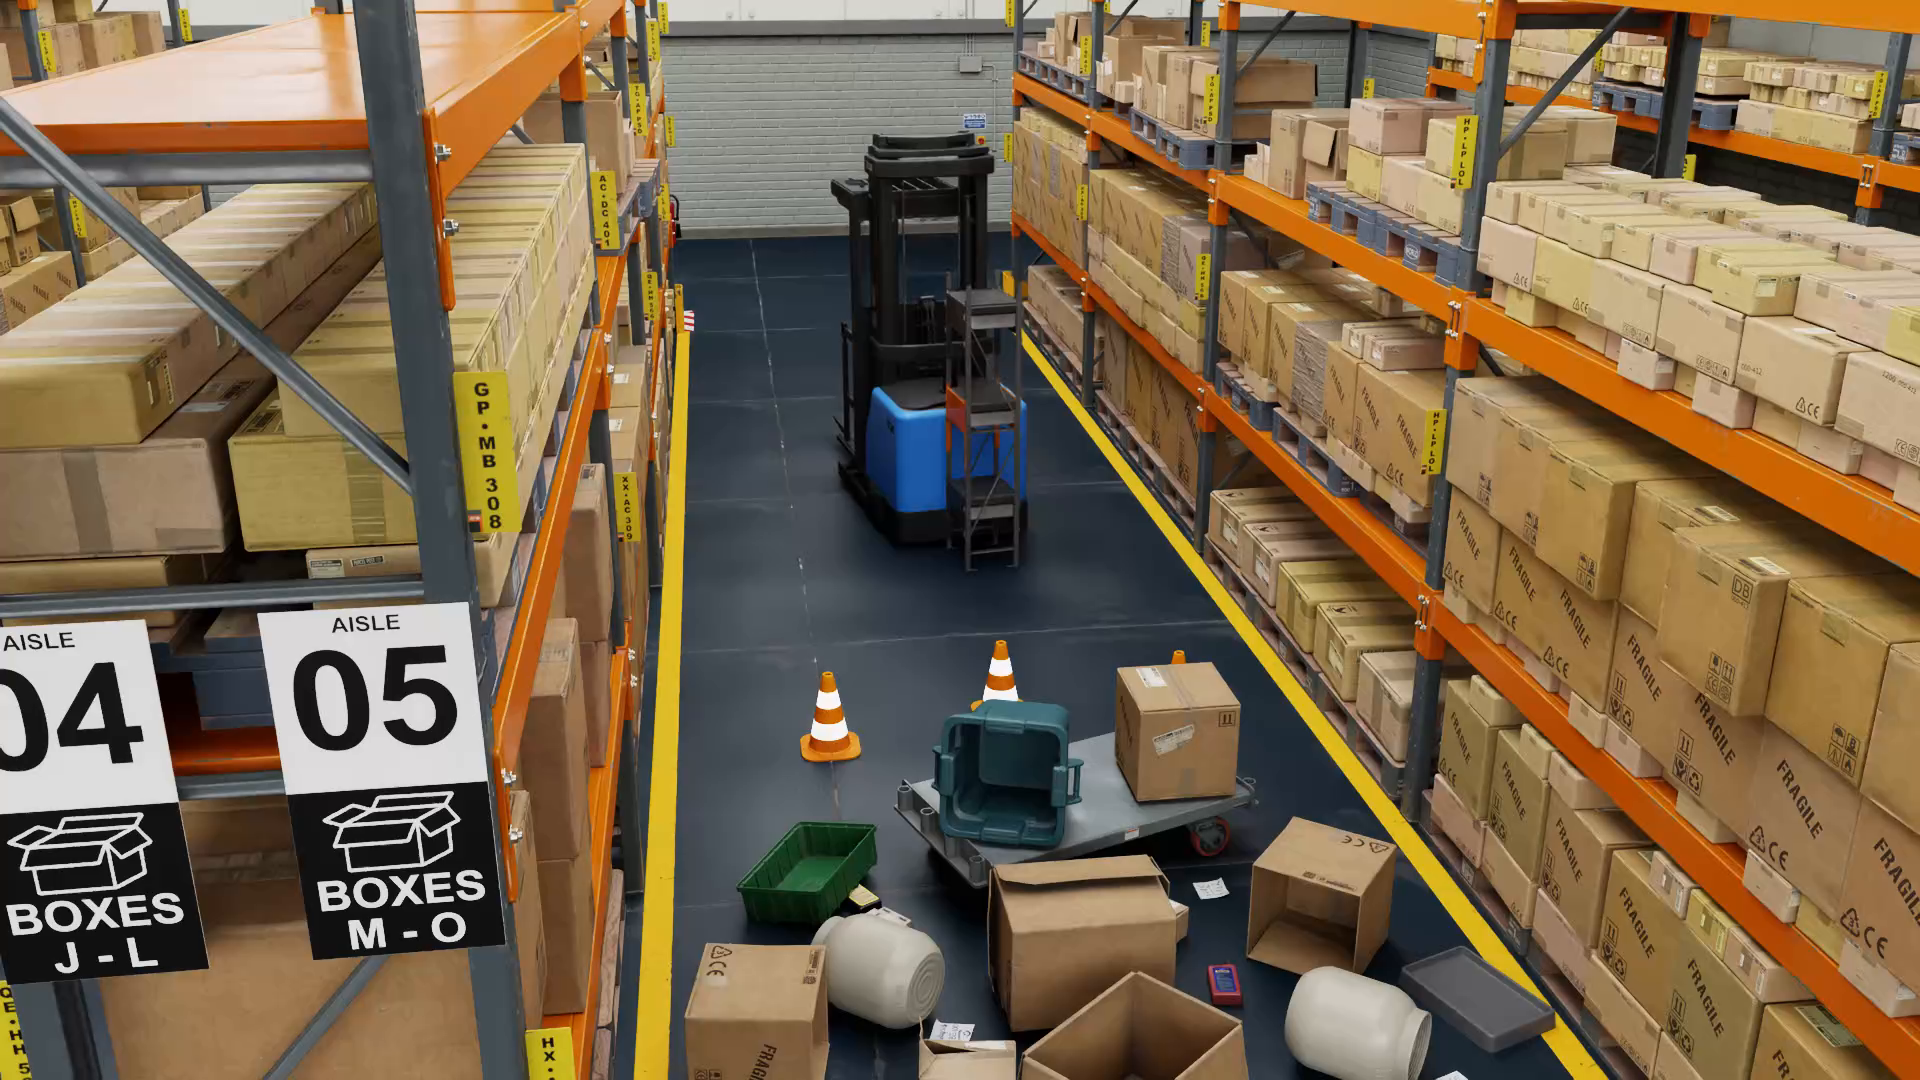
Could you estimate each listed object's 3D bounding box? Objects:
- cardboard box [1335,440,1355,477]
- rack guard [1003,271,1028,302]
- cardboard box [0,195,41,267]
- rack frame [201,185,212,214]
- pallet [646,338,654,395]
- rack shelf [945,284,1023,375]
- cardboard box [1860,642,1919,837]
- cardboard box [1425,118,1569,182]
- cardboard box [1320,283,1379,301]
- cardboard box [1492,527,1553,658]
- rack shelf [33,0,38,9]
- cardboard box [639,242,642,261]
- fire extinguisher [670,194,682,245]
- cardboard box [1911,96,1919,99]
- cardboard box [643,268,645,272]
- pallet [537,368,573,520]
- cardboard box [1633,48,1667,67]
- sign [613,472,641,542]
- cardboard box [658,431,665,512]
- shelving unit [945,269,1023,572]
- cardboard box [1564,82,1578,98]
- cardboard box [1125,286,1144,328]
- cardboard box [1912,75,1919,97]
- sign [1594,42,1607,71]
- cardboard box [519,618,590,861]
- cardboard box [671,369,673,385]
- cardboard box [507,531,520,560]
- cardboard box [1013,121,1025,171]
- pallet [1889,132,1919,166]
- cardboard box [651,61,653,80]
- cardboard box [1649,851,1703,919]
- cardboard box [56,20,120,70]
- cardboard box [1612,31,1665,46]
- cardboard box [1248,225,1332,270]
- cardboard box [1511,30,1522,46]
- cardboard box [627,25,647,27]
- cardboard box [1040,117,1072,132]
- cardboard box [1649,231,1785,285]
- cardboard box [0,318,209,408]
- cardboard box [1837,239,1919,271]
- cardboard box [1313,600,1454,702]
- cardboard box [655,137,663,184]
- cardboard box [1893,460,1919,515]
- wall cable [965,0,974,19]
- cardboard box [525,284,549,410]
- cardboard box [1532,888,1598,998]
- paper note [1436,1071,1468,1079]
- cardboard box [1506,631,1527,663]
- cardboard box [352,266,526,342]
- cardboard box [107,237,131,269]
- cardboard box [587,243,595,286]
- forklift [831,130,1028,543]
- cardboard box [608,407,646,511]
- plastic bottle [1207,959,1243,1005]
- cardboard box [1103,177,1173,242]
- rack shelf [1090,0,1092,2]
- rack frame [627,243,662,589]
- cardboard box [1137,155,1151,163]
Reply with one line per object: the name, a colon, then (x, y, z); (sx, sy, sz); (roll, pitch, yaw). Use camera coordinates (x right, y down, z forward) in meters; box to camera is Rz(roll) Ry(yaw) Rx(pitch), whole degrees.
cardboard box: (2.359, -0.471, 9.449); (0.380, 0.149, 0.250); (-3, 21, -7)
rack guard: (1.107, -2.952, 19.906); (1.175, 0.500, 0.348); (-3, 21, -8)
cardboard box: (-8.019, -2.526, 13.616); (0.797, 0.503, 0.637); (-3, 21, -9)
rack frame: (-8.696, -3.615, 18.108); (1.000, 3.000, 0.127); (-3, 21, -8)
pallet: (-2.828, -1.212, 11.948); (1.213, 0.211, 1.003); (-3, 21, -8)
rack shelf: (0.164, -1.495, 11.756); (0.431, 0.518, 0.480); (-6, 21, -16)
cardboard box: (3.127, 0.604, 4.814); (0.700, 0.500, 0.500); (-3, 21, -9)
cardboard box: (2.630, -1.920, 8.183); (0.500, 0.250, 0.500); (-2, 21, -7)
cardboard box: (2.689, -1.406, 11.025); (0.500, 0.500, 0.500); (-3, 21, -9)
cardboard box: (2.723, 0.193, 7.345); (0.500, 0.500, 0.500); (-3, 21, -8)
rack shelf: (-8.408, -5.209, 15.400); (1.077, 0.370, 4.000); (-3, 21, -8)
cardboard box: (-2.833, -2.400, 13.764); (0.380, 0.149, 0.250); (-3, 21, -8)
fire extinguisher: (-3.353, -3.730, 19.059); (0.296, 0.674, 0.183); (-3, 21, -8)
cardboard box: (7.358, -3.257, 12.506); (0.380, 0.149, 0.250); (-3, 21, -7)
cardboard box: (-2.872, -2.220, 14.133); (0.380, 0.149, 0.250); (-3, 21, -8)
pallet: (-1.763, -0.334, 5.162); (1.003, 0.211, 1.213); (-3, 21, -8)
cardboard box: (6.311, -4.348, 14.973); (0.380, 0.149, 0.250); (-3, 21, -9)
sign: (-1.495, -0.147, 7.471); (0.100, 0.325, 0.005); (-3, 21, -8)
cardboard box: (-2.546, -0.518, 12.788); (0.500, 0.500, 0.500); (-3, 21, -7)
shelving unit: (0.164, -0.852, 11.996); (0.431, 2.100, 0.503); (-6, 21, -16)
cardboard box: (6.222, -4.464, 16.452); (0.380, 0.149, 0.250); (-3, 21, -8)
cardboard box: (1.686, -1.963, 13.899); (0.500, 0.250, 0.500); (-3, 21, -9)
cardboard box: (7.395, -3.399, 12.462); (0.380, 0.149, 0.250); (-4, 21, -10)
sign: (6.062, -4.599, 15.716); (0.100, 0.325, 0.005); (-3, 21, -8)
cardboard box: (-1.599, 0.616, 5.021); (0.875, 0.550, 0.550); (-3, 21, -8)
cardboard box: (-2.970, -1.541, 16.029); (0.380, 0.149, 0.250); (-2, 21, -6)
cardboard box: (-1.237, -0.045, 3.877); (0.380, 0.149, 0.250); (-3, 21, -7)
cardboard box: (0.898, -4.449, 18.770); (0.500, 0.500, 0.500); (-3, 21, -9)
pallet: (7.361, -2.683, 11.595); (1.213, 0.211, 1.003); (-2, 21, -5)
cardboard box: (-3.096, -4.366, 15.331); (0.500, 0.250, 0.500); (-3, 21, -8)
cardboard box: (2.854, 1.295, 6.294); (0.380, 0.149, 0.250); (-2, 21, -5)
cardboard box: (-8.300, -4.568, 15.487); (0.700, 0.500, 0.500); (-2, 21, -5)
cardboard box: (6.296, -4.724, 15.389); (0.396, 0.266, 0.258); (-3, 21, -8)
cardboard box: (2.434, -2.043, 12.328); (0.500, 0.500, 0.500); (-4, 21, -10)
cardboard box: (6.061, -5.382, 17.627); (0.500, 0.250, 0.500); (-2, 21, -6)
cardboard box: (-3.281, -5.041, 16.568); (0.380, 0.149, 0.250); (-2, 21, -7)
cardboard box: (1.066, -4.436, 17.806); (0.380, 0.149, 0.250); (-3, 21, -7)
cardboard box: (2.804, -1.047, 6.166); (0.380, 0.149, 0.250); (-3, 21, -9)
cardboard box: (-1.886, -0.381, 3.639); (0.380, 0.149, 0.250); (-3, 21, -7)
cardboard box: (3.420, -0.990, 6.013); (0.380, 0.149, 0.250); (-3, 21, -7)
cardboard box: (2.655, 0.644, 9.860); (0.950, 0.372, 0.625); (-2, 21, -4)
cardboard box: (-3.153, -3.623, 16.132); (0.500, 0.500, 0.500); (-3, 21, -7)
cardboard box: (3.016, -0.150, 4.903); (0.380, 0.149, 0.250); (-2, 21, -6)
wall cable: (0.012, -8.880, 23.631); (0.463, 3.000, 0.029); (-3, 21, -8)
cardboard box: (-1.430, -0.539, 4.630); (0.500, 0.250, 0.500); (-3, 21, -8)
cardboard box: (2.825, 1.717, 7.161); (0.500, 0.250, 0.500); (-3, 21, -8)
paper note: (2.018, 2.212, 6.751); (0.142, 0.019, 0.148); (-11, 23, -26)
cardboard box: (2.724, 0.458, 7.561); (0.380, 0.149, 0.250); (-3, 21, -8)
cardboard box: (-1.308, -0.590, 4.197); (0.380, 0.149, 0.250); (-3, 21, -7)
cardboard box: (-7.995, -2.647, 15.307); (0.500, 0.250, 0.500); (-3, 21, -8)
cardboard box: (-1.675, -1.096, 6.693); (0.380, 0.149, 0.250); (-3, 21, -8)
forklift: (-0.394, -1.833, 13.435); (1.130, 2.935, 3.031); (-6, 21, -16)
cardboard box: (-2.069, -0.442, 9.469); (0.500, 0.500, 0.500); (-3, 21, -7)
plastic bottle: (1.170, 1.958, 7.387); (0.133, 0.061, 0.283); (1, 20, 2)
cardboard box: (1.567, -2.904, 14.631); (0.500, 0.500, 0.500); (-3, 21, -8)
rack shelf: (1.399, -5.708, 16.738); (1.077, 0.370, 4.000); (-3, 21, -8)
rack frame: (-2.620, -1.060, 11.268); (1.000, 3.000, 0.127); (-3, 21, -8)
cardboard box: (1.898, -3.671, 15.760); (0.380, 0.149, 0.250); (-3, 21, -9)
